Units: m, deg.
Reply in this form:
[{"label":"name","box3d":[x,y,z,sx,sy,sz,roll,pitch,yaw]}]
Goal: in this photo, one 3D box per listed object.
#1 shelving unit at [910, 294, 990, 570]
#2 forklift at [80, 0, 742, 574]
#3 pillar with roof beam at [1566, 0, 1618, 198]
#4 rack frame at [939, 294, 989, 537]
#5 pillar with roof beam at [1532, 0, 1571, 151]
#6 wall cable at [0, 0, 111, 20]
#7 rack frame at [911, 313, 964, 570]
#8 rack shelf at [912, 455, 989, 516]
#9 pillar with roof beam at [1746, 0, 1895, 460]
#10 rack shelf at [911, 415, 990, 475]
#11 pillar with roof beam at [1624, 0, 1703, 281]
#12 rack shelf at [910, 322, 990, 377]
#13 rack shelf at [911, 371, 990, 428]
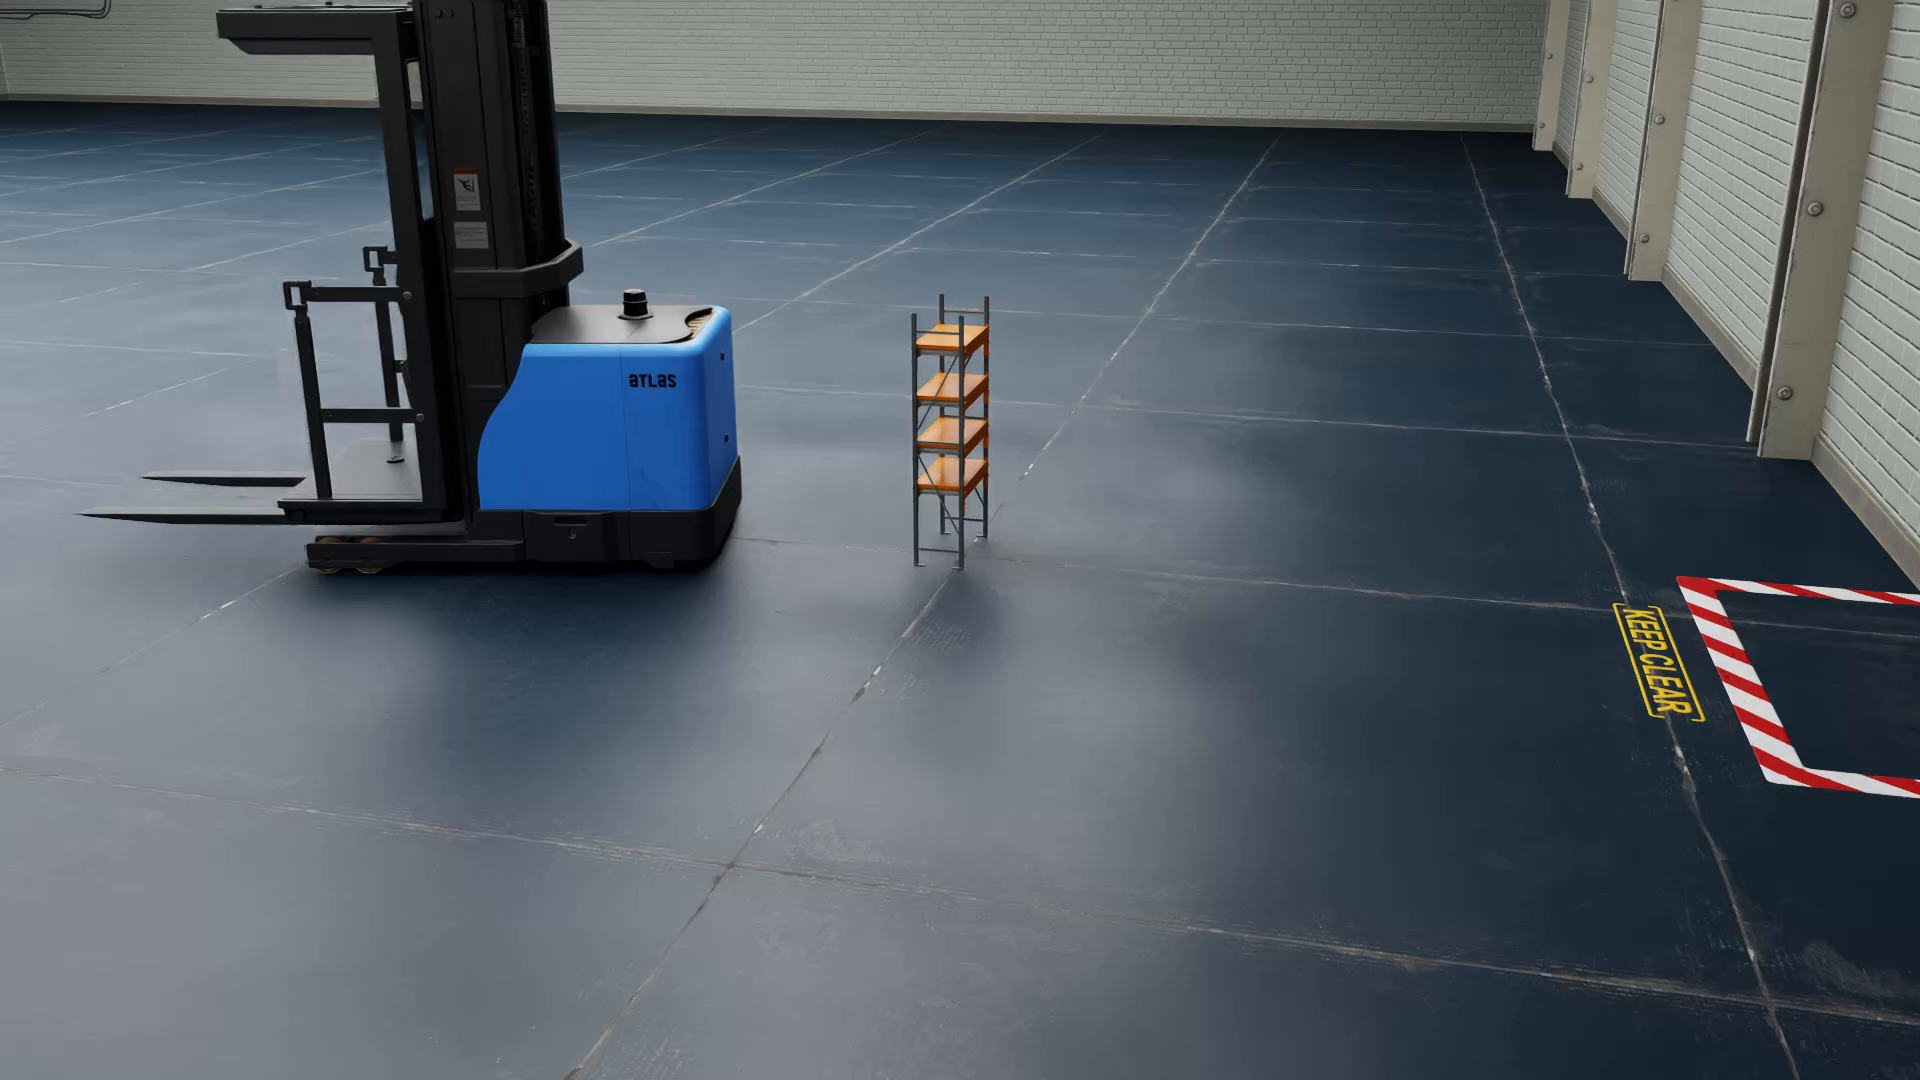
[{"label":"shelving unit","box3d":[-0.040,-0.516,7.842,0.258,1.200,0.503,5,19,13]},{"label":"forklift","box3d":[-2.647,-1.400,7.752,3.031,2.935,1.130,0,19,1]},{"label":"pillar with roof beam","box3d":[3.564,-8.889,20.289,9.100,9.000,0.400,5,19,13]},{"label":"rack frame","box3d":[0.019,-0.592,8.066,0.240,1.200,0.015,5,19,13]},{"label":"pillar with roof beam","box3d":[5.030,-10.769,25.795,9.100,9.000,0.400,5,19,13]},{"label":"wall cable","box3d":[-19.339,-12.267,34.983,3.097,2.526,0.112,5,19,13]},{"label":"rack frame","box3d":[-0.100,-0.439,7.618,0.240,1.200,0.015,5,19,13]},{"label":"rack shelf","box3d":[-0.040,-0.264,7.928,0.258,0.148,0.480,5,19,13]},{"label":"pillar with roof beam","box3d":[0.632,-5.128,9.278,9.100,9.000,0.400,5,19,13]},{"label":"rack shelf","box3d":[-0.040,-0.452,7.863,0.258,0.148,0.480,5,19,13]},{"label":"pillar with roof beam","box3d":[2.098,-7.008,14.783,9.100,9.000,0.400,5,19,13]},{"label":"rack shelf","box3d":[-0.040,-0.888,7.715,0.258,0.148,0.480,5,19,13]},{"label":"rack shelf","box3d":[-0.040,-0.664,7.791,0.258,0.148,0.480,5,19,13]}]
